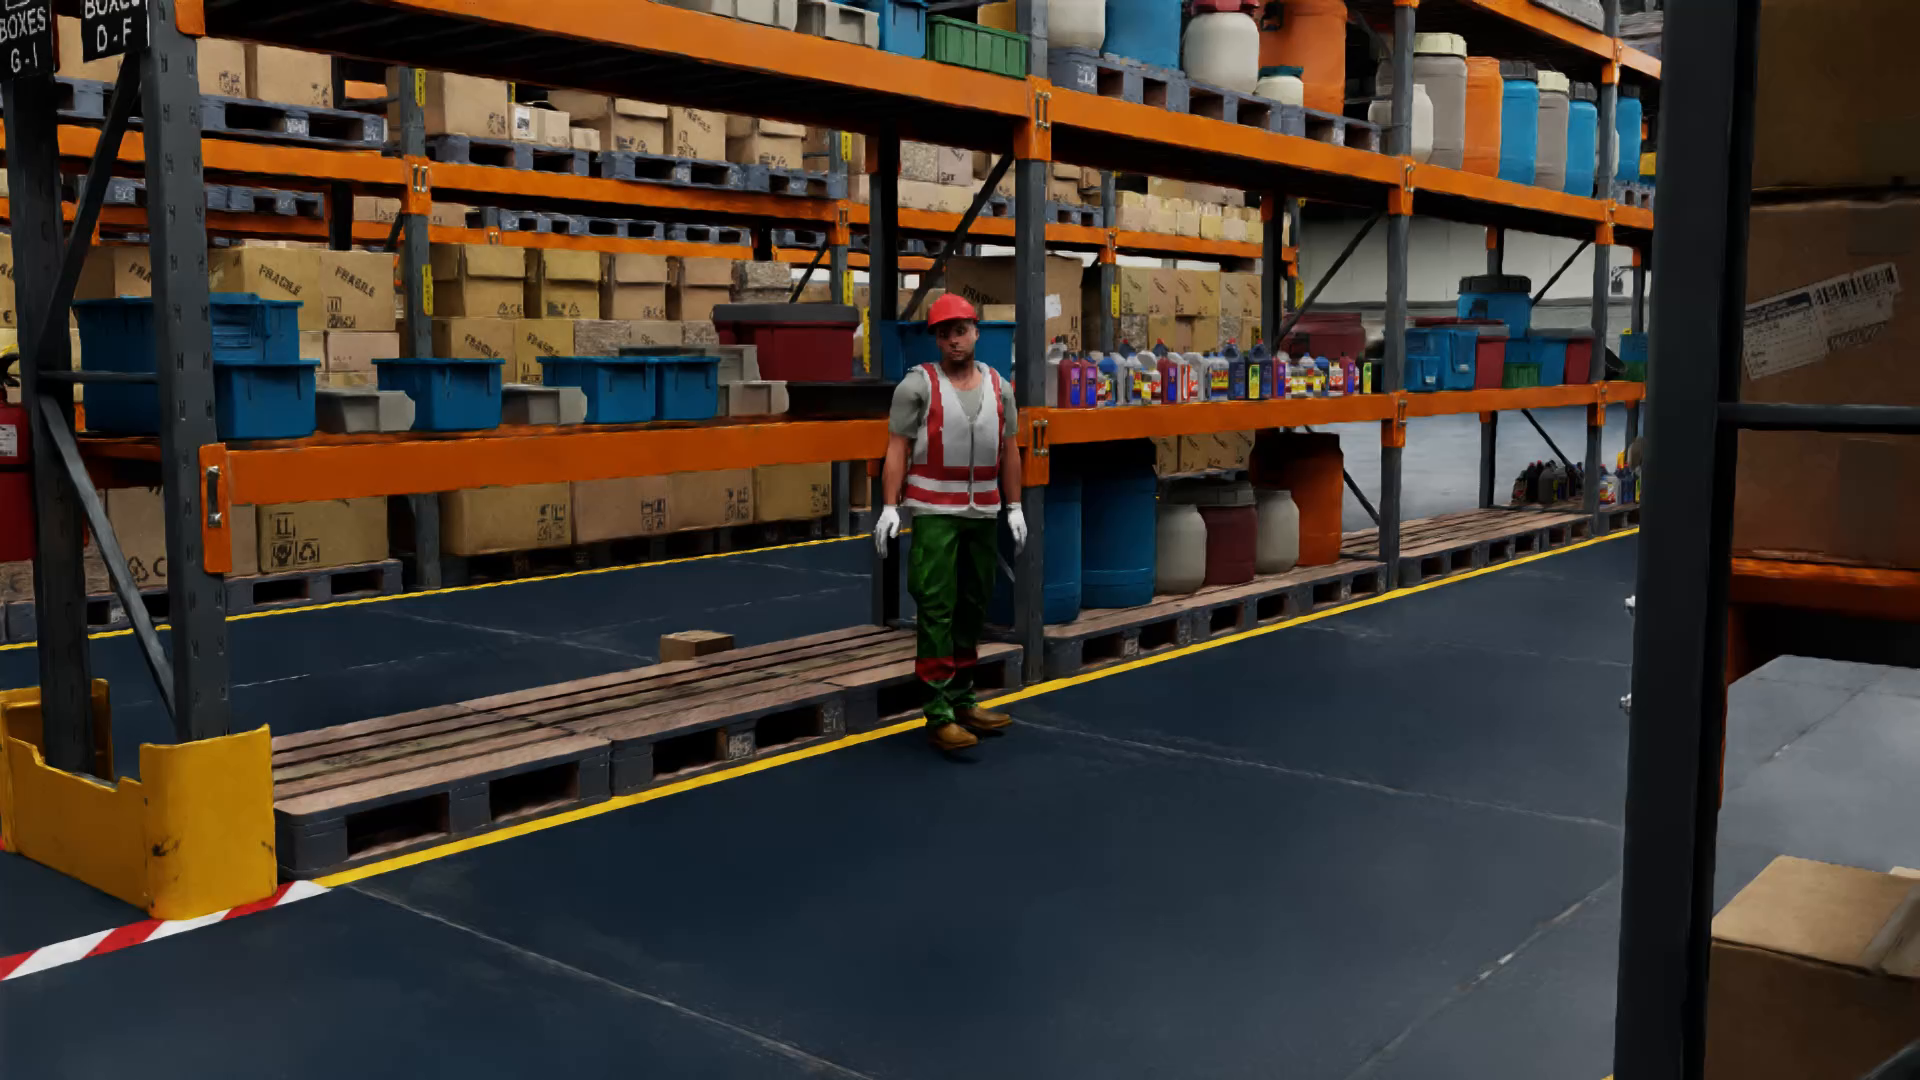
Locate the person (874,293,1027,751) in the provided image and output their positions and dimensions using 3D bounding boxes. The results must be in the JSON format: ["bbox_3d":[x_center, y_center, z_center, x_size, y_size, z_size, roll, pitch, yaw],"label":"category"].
[{"bbox_3d":[-0.014,-0.080,6.595,0.678,1.787,0.580,-4,8,-31],"label":"person"}]
